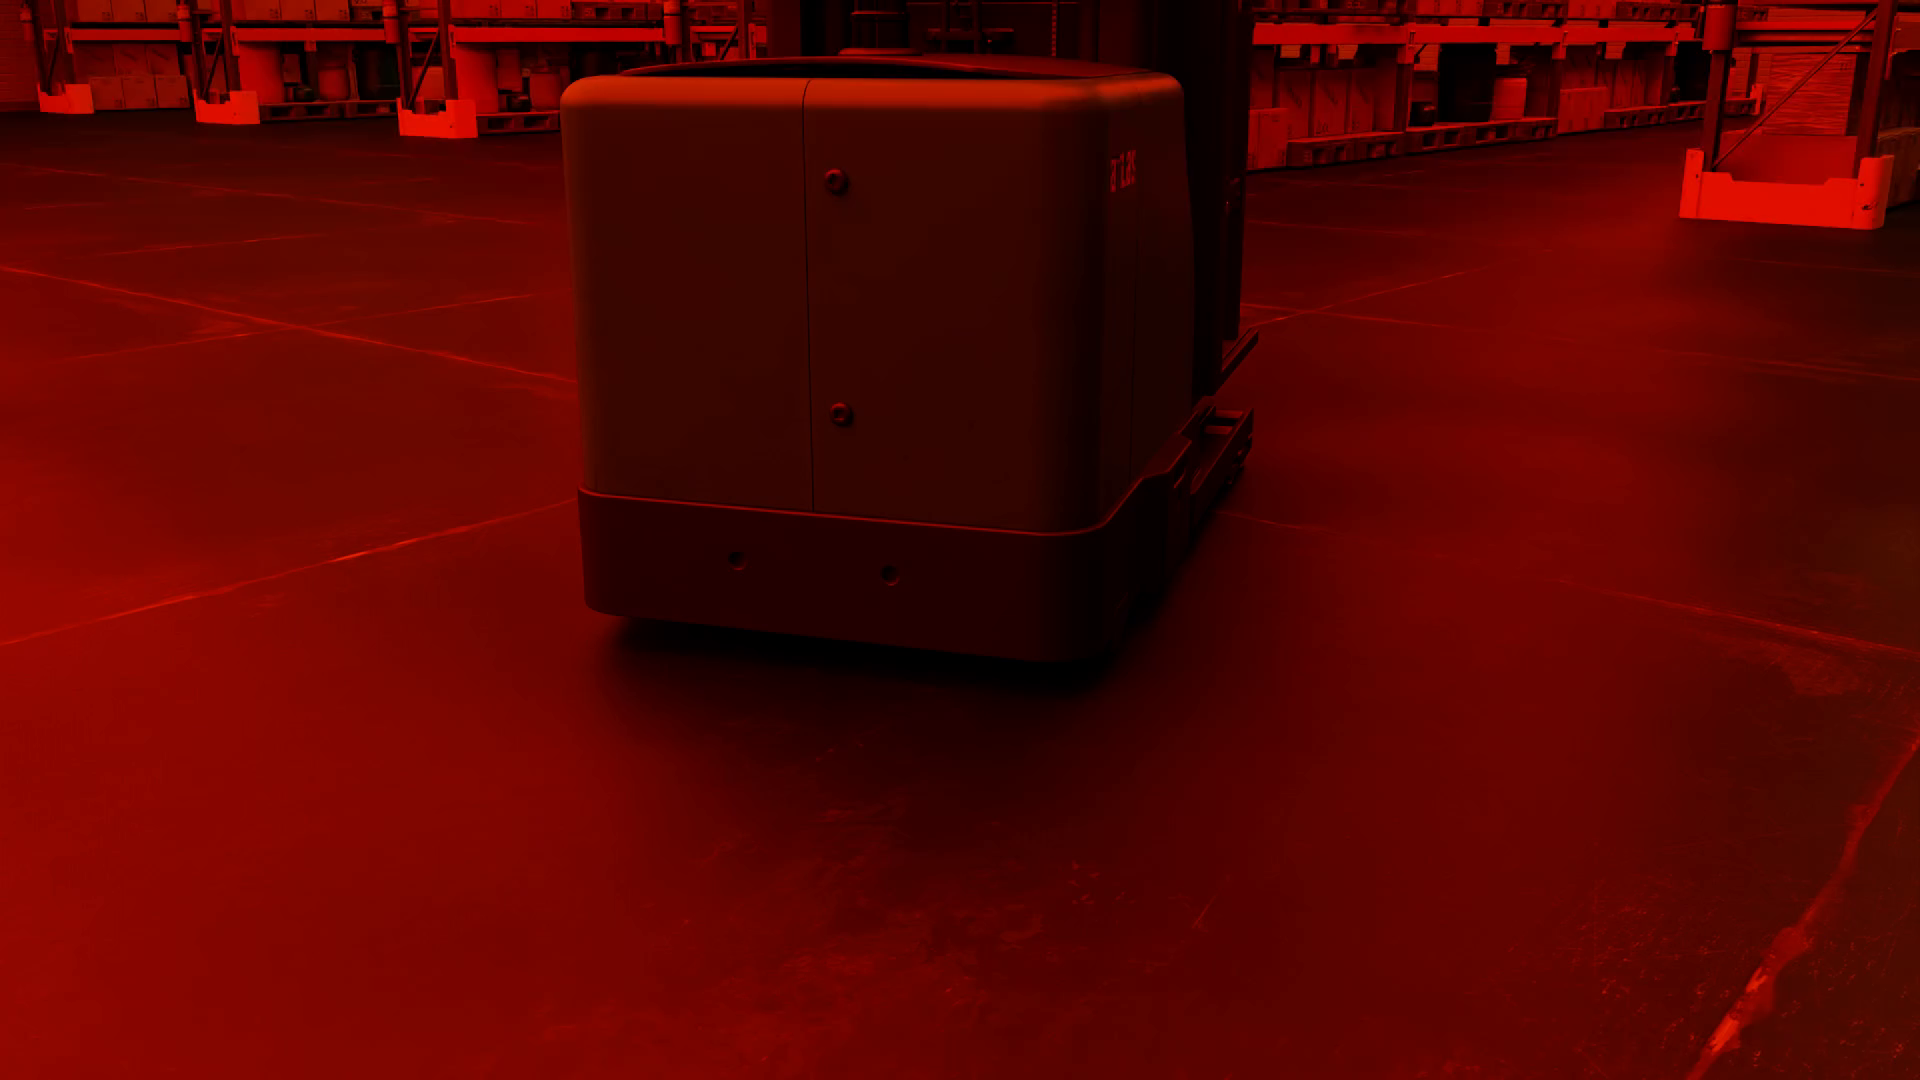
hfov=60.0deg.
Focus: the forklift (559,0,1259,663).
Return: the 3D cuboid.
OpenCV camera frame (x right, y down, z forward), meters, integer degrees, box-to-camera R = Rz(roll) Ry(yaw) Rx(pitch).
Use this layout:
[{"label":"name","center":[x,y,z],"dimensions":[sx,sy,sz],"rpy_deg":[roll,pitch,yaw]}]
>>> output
[{"label":"forklift","center":[0.182,-1.571,4.072],"dimensions":[1.130,2.935,3.031],"rpy_deg":[5,18,17]}]
